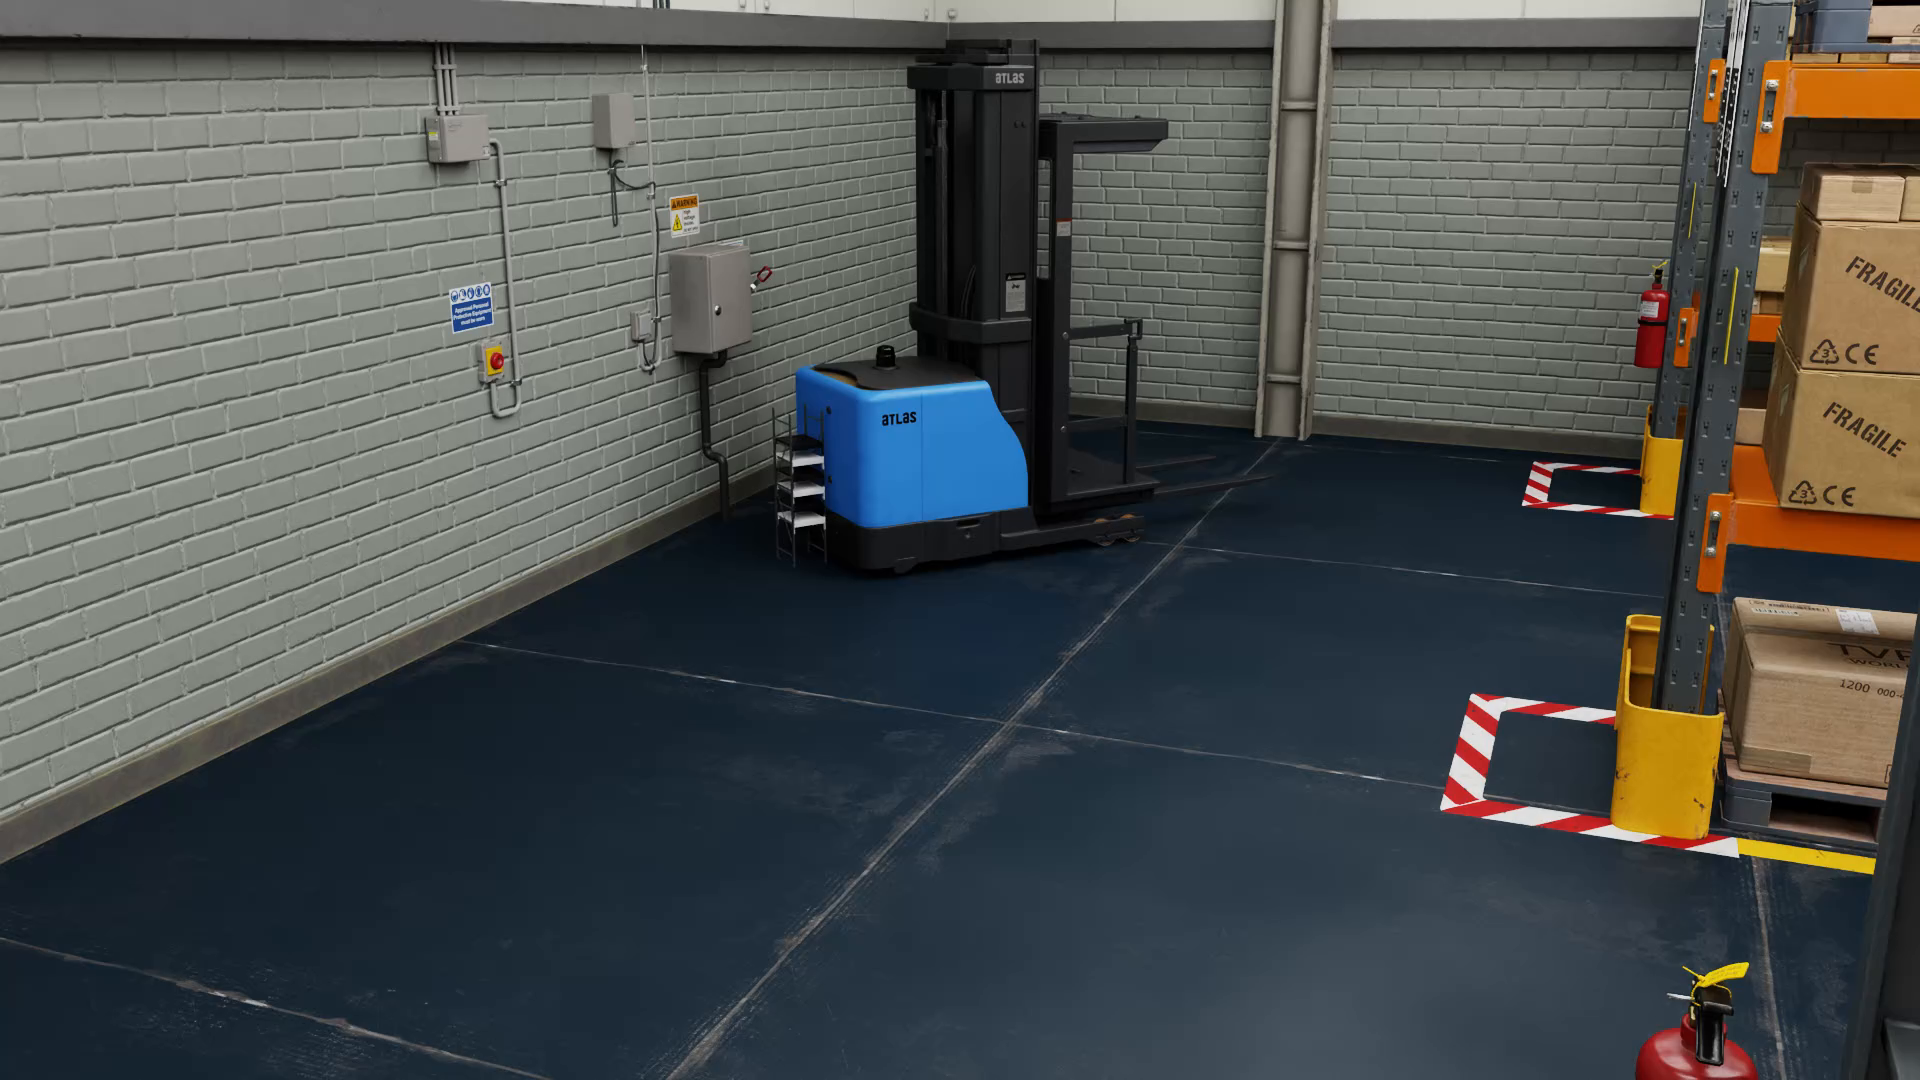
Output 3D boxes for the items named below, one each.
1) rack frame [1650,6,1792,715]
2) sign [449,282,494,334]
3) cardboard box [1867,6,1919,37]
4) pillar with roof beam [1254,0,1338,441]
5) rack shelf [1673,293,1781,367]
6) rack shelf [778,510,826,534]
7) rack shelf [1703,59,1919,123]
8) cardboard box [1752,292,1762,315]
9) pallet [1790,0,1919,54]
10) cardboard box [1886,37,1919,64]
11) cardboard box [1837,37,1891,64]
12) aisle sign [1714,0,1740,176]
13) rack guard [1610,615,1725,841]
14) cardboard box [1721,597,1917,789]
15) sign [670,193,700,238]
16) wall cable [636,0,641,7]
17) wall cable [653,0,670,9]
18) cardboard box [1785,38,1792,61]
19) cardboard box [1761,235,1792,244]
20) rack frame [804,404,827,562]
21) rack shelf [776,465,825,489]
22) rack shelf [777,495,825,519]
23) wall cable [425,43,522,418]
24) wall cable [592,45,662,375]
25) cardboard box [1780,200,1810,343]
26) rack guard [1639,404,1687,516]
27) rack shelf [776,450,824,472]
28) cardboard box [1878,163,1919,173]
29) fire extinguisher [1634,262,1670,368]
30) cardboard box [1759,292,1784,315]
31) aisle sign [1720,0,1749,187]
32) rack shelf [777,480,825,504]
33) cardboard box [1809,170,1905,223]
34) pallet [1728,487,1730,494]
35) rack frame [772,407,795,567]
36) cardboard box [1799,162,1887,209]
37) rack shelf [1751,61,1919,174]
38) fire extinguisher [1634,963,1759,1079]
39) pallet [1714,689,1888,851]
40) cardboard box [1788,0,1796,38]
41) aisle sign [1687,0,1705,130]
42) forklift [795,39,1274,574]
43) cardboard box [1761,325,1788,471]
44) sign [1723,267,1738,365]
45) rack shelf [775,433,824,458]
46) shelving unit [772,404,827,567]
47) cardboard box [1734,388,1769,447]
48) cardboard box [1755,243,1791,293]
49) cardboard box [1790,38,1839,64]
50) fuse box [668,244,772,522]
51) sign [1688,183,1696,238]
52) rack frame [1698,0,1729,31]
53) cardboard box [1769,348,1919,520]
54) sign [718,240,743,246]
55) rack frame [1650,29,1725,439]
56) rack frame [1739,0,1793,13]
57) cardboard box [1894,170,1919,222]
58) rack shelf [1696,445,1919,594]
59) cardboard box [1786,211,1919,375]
[{"bbox_3d":[2.889,-0.468,6.406,0.127,3.000,1.000,6,17,21],"label":"rack frame"},{"bbox_3d":[-2.440,-1.162,8.313,0.001,0.218,0.327,6,17,21],"label":"sign"},{"bbox_3d":[5.499,-3.104,9.842,0.500,0.250,0.500,7,17,22],"label":"cardboard box"},{"bbox_3d":[0.949,-4.030,7.915,0.400,9.000,9.100,6,17,21],"label":"pillar with roof beam"},{"bbox_3d":[6.567,-1.206,10.237,4.000,0.370,1.077,6,17,21],"label":"rack shelf"},{"bbox_3d":[-0.931,-0.113,9.714,0.200,0.077,0.258,-10,19,-30],"label":"rack shelf"},{"bbox_3d":[6.567,-2.646,9.819,4.000,0.370,1.077,6,17,21],"label":"rack shelf"},{"bbox_3d":[4.911,-1.530,10.516,0.250,0.149,0.380,6,17,20],"label":"cardboard box"},{"bbox_3d":[3.583,-1.793,5.748,1.213,0.211,1.003,6,17,21],"label":"pallet"},{"bbox_3d":[5.598,-2.880,9.784,0.250,0.149,0.380,7,17,22],"label":"cardboard box"},{"bbox_3d":[5.403,-2.932,9.964,0.250,0.149,0.380,6,17,21],"label":"cardboard box"},{"bbox_3d":[2.935,-1.804,6.346,0.004,0.787,0.394,6,17,21],"label":"aisle sign"},{"bbox_3d":[2.866,0.730,6.763,0.348,0.500,1.175,6,17,21],"label":"rack guard"},{"bbox_3d":[3.539,0.602,6.562,0.875,0.438,0.875,6,17,19],"label":"cardboard box"},{"bbox_3d":[-1.672,-1.972,10.106,0.001,0.242,0.339,6,17,21],"label":"sign"},{"bbox_3d":[-2.228,-4.053,7.993,0.029,3.000,2.355,6,17,21],"label":"wall cable"},{"bbox_3d":[-1.171,-4.789,10.464,0.133,3.039,2.988,6,17,21],"label":"wall cable"},{"bbox_3d":[4.918,-2.983,10.139,0.250,0.149,0.380,7,17,22],"label":"cardboard box"},{"bbox_3d":[5.232,-1.849,10.896,0.500,0.250,0.500,7,18,22],"label":"cardboard box"},{"bbox_3d":[-0.844,-0.333,9.706,0.006,0.900,0.240,-10,19,-30],"label":"rack frame"},{"bbox_3d":[-0.931,-0.372,9.639,0.200,0.077,0.258,-10,19,-30],"label":"rack shelf"},{"bbox_3d":[-0.931,-0.200,9.689,0.200,0.077,0.258,-10,19,-30],"label":"rack shelf"},{"bbox_3d":[-2.365,-1.542,8.226,0.123,1.953,0.585,6,17,21],"label":"wall cable"},{"bbox_3d":[-1.856,-1.896,9.502,0.122,1.984,0.588,6,17,21],"label":"wall cable"},{"bbox_3d":[3.424,-1.009,6.296,0.500,0.500,0.500,7,18,22],"label":"cardboard box"},{"bbox_3d":[4.777,-0.548,11.164,0.348,0.500,1.175,6,17,21],"label":"rack guard"},{"bbox_3d":[-0.931,-0.459,9.614,0.200,0.077,0.258,-10,19,-30],"label":"rack shelf"},{"bbox_3d":[3.541,-1.303,6.147,0.250,0.149,0.380,7,17,22],"label":"cardboard box"},{"bbox_3d":[4.400,-1.435,10.544,0.183,0.674,0.296,6,17,21],"label":"fire extinguisher"},{"bbox_3d":[5.165,-1.516,10.468,0.250,0.149,0.380,7,18,22],"label":"cardboard box"},{"bbox_3d":[2.715,-1.649,5.810,0.004,0.787,0.394,6,17,21],"label":"aisle sign"},{"bbox_3d":[-0.931,-0.286,9.664,0.200,0.077,0.258,-10,19,-30],"label":"rack shelf"},{"bbox_3d":[3.117,-1.200,5.790,0.250,0.149,0.380,7,17,22],"label":"cardboard box"},{"bbox_3d":[5.519,-0.328,10.924,1.213,0.211,1.003,6,17,21],"label":"pallet"},{"bbox_3d":[-1.018,-0.303,9.604,0.006,0.900,0.240,-10,19,-30],"label":"rack frame"},{"bbox_3d":[3.296,-1.323,6.215,0.250,0.149,0.380,7,17,21],"label":"cardboard box"},{"bbox_3d":[4.749,-1.359,5.384,4.000,0.370,1.077,6,17,21],"label":"rack shelf"},{"bbox_3d":[1.101,0.897,2.512,0.183,0.674,0.296,6,17,21],"label":"fire extinguisher"},{"bbox_3d":[3.661,0.933,6.583,1.213,0.211,1.003,6,17,21],"label":"pallet"},{"bbox_3d":[5.019,-3.151,10.003,0.500,0.250,0.500,6,17,20],"label":"cardboard box"},{"bbox_3d":[4.535,-2.935,10.241,0.004,0.787,0.394,6,17,21],"label":"aisle sign"},{"bbox_3d":[0.552,-1.491,10.051,3.031,2.935,1.130,-9,18,-27],"label":"forklift"},{"bbox_3d":[3.434,-0.536,6.459,0.500,0.500,0.500,6,17,21],"label":"cardboard box"},{"bbox_3d":[2.679,-0.779,5.781,0.005,0.325,0.100,6,17,21],"label":"sign"},{"bbox_3d":[-0.931,-0.545,9.589,0.200,0.077,0.258,-10,19,-30],"label":"rack shelf"},{"bbox_3d":[-0.931,-0.318,9.655,0.210,0.900,0.258,-10,19,-30],"label":"shelving unit"},{"bbox_3d":[5.241,-0.672,10.831,0.637,0.503,0.797,6,17,18],"label":"cardboard box"},{"bbox_3d":[5.030,-1.710,10.421,0.500,0.250,0.500,6,17,21],"label":"cardboard box"},{"bbox_3d":[5.171,-2.963,10.070,0.250,0.149,0.380,7,17,22],"label":"cardboard box"},{"bbox_3d":[-1.459,-0.950,10.377,0.414,1.711,0.539,6,17,21],"label":"fuse box"},{"bbox_3d":[4.507,-2.031,10.236,0.005,0.325,0.100,6,17,21],"label":"sign"},{"bbox_3d":[4.706,-4.637,10.005,0.127,3.000,1.000,6,17,21],"label":"rack frame"},{"bbox_3d":[3.230,-0.393,5.967,0.500,0.500,0.500,6,17,20],"label":"cardboard box"},{"bbox_3d":[-1.470,-1.672,10.725,0.001,0.494,0.329,6,17,21],"label":"sign"},{"bbox_3d":[4.706,-1.756,10.842,0.127,3.000,1.000,6,17,21],"label":"rack frame"},{"bbox_3d":[2.889,-3.349,5.570,0.127,3.000,1.000,6,17,21],"label":"rack frame"},{"bbox_3d":[3.387,-1.191,5.761,0.250,0.149,0.380,7,17,22],"label":"cardboard box"},{"bbox_3d":[4.749,0.082,5.802,4.000,0.370,1.077,6,17,21],"label":"rack shelf"},{"bbox_3d":[3.231,-0.873,5.829,0.500,0.500,0.500,6,17,19],"label":"cardboard box"}]
